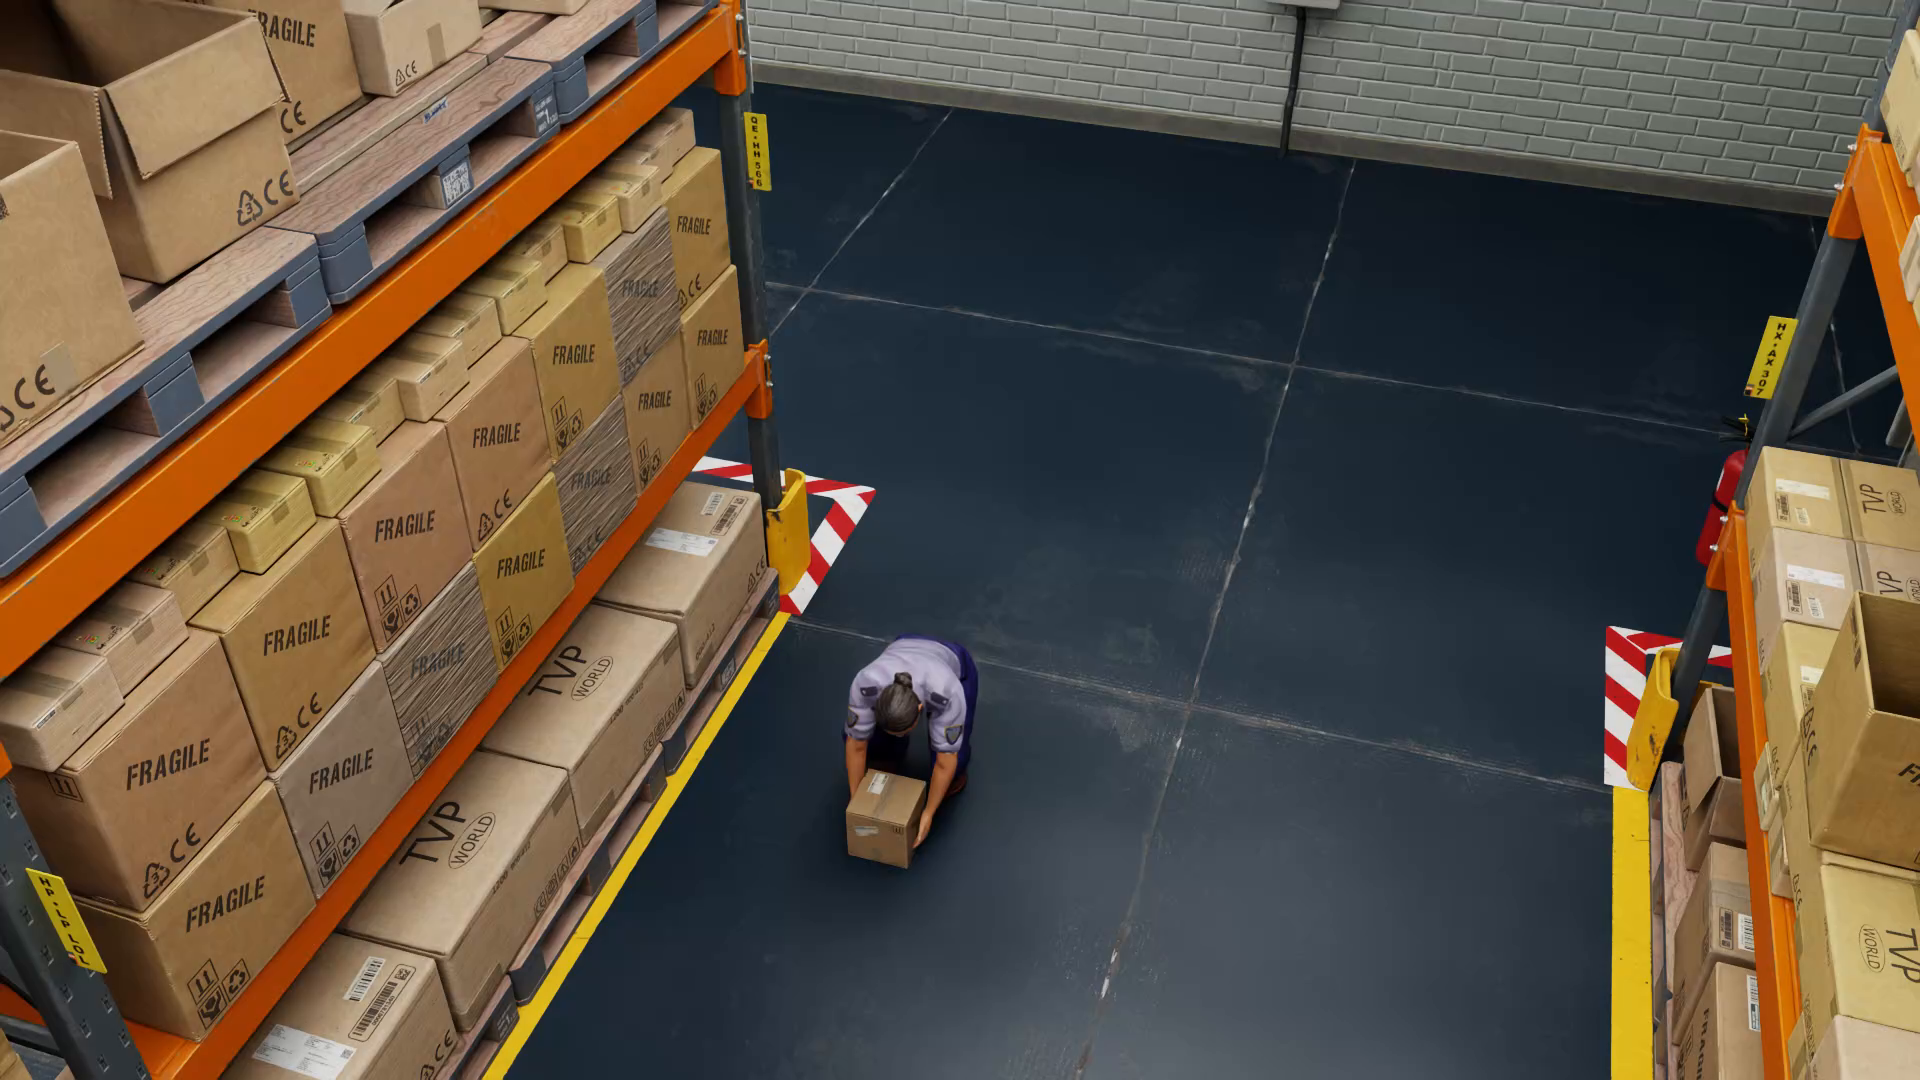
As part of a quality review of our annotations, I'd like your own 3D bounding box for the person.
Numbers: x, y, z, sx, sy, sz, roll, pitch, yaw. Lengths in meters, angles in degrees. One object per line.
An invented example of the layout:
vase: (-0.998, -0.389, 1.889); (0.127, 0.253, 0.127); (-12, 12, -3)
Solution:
person: (-0.190, 0.697, 6.667); (0.517, 0.834, 0.814); (11, 39, 14)
